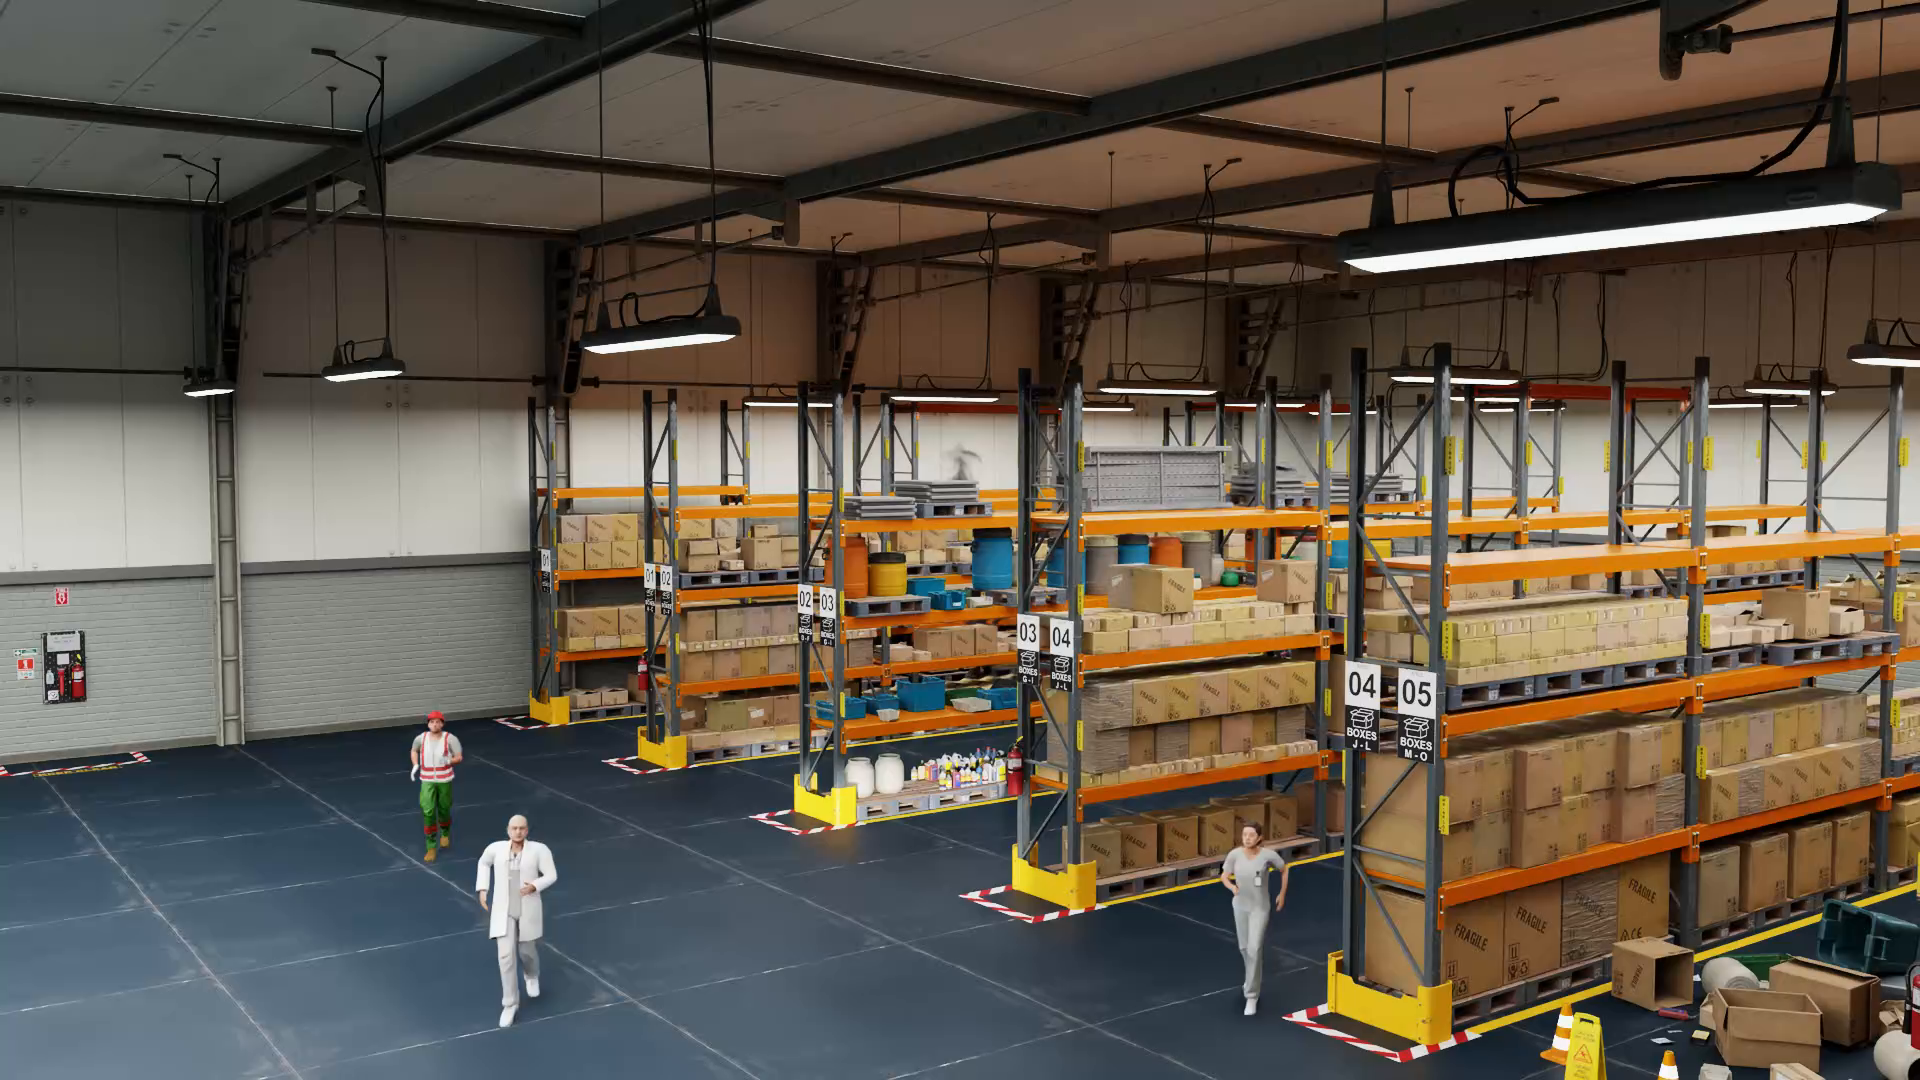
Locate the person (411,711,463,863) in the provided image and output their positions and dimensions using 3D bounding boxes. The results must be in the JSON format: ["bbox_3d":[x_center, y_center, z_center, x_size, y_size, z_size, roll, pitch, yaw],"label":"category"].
[{"bbox_3d":[-6.534,3.033,20.765,0.640,1.824,0.814,-1,3,-12],"label":"person"}]

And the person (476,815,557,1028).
[{"bbox_3d":[-4.019,3.378,15.072,0.723,1.779,1.013,-1,3,-11],"label":"person"}]

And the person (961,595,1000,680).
[{"bbox_3d":[0.371,2.003,33.373,0.902,1.843,0.697,-3,5,-44],"label":"person"}]

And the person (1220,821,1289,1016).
[{"bbox_3d":[2.701,3.428,15.299,0.584,1.731,0.775,2,4,26],"label":"person"}]
